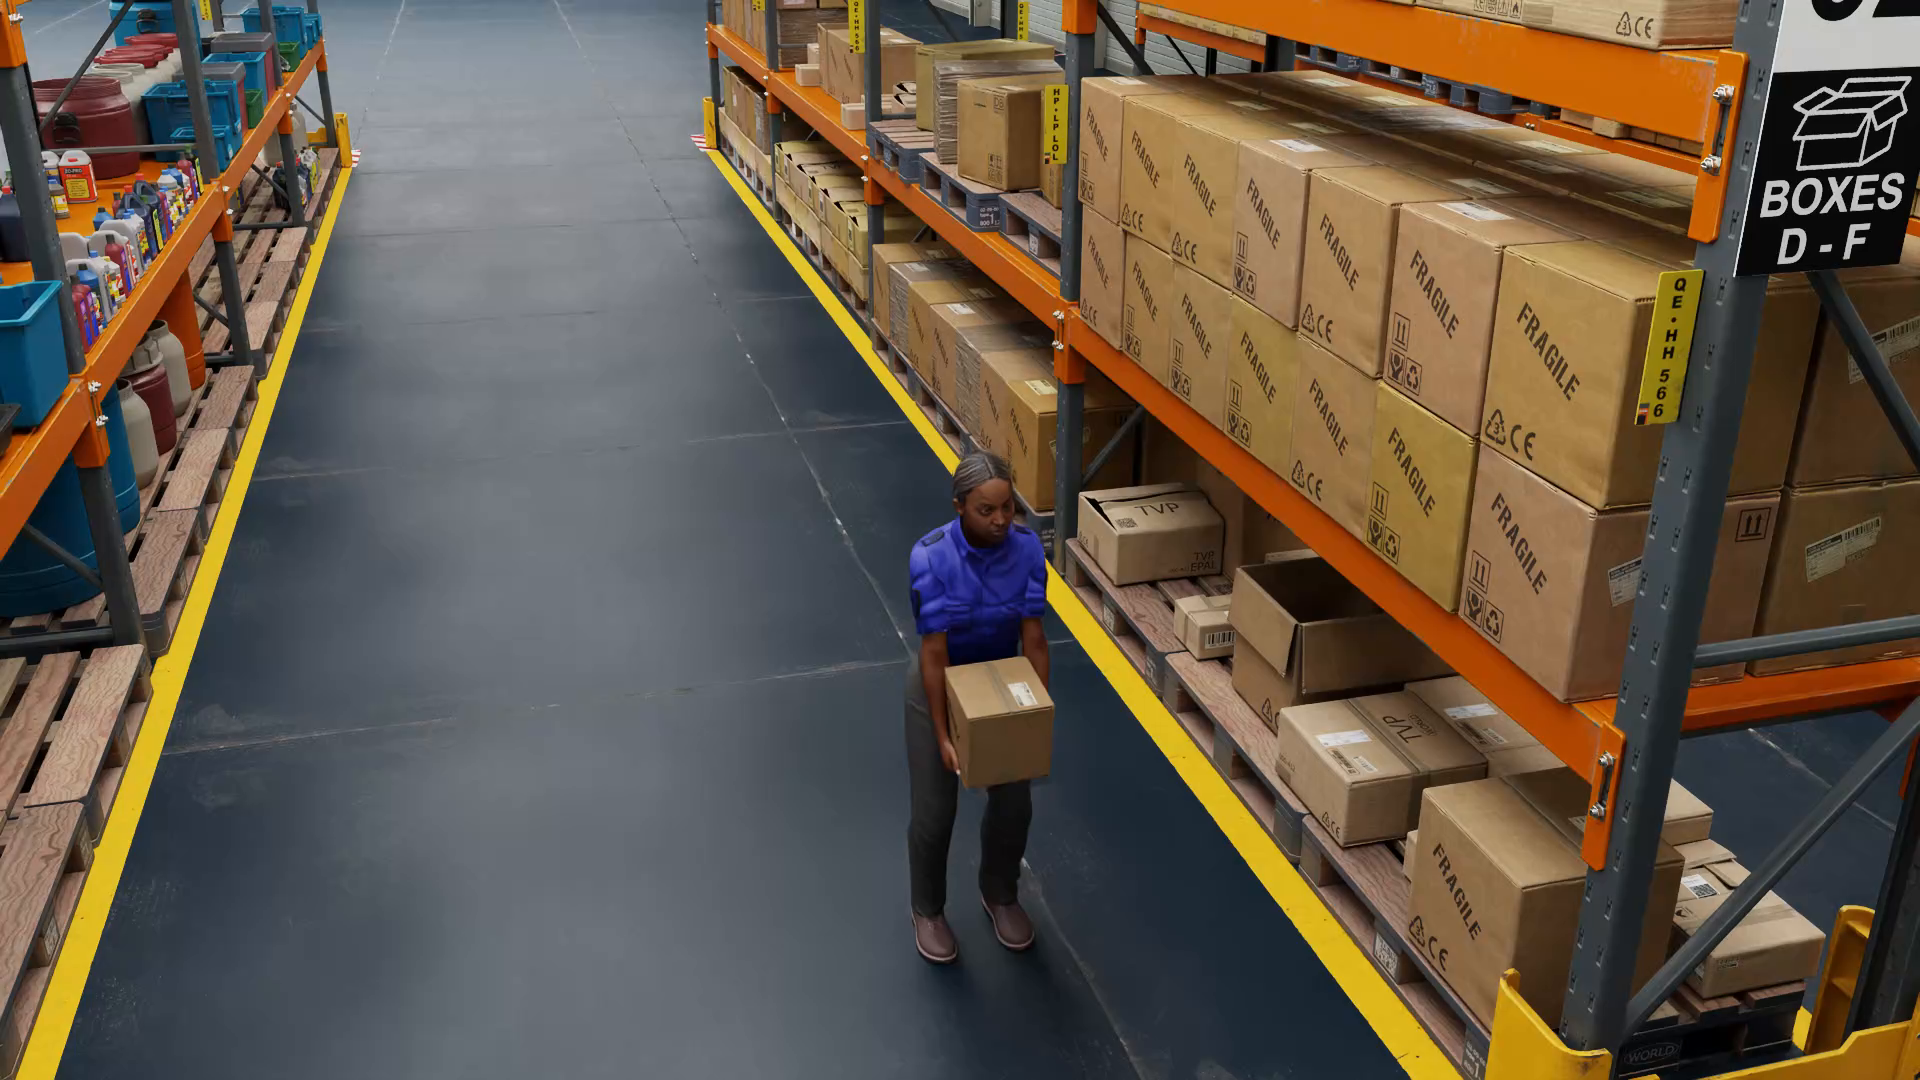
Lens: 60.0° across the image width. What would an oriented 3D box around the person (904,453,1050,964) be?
[{"bbox_3d":[0.060,0.519,4.911,0.412,1.647,0.530,-7,24,-15],"label":"person"}]
